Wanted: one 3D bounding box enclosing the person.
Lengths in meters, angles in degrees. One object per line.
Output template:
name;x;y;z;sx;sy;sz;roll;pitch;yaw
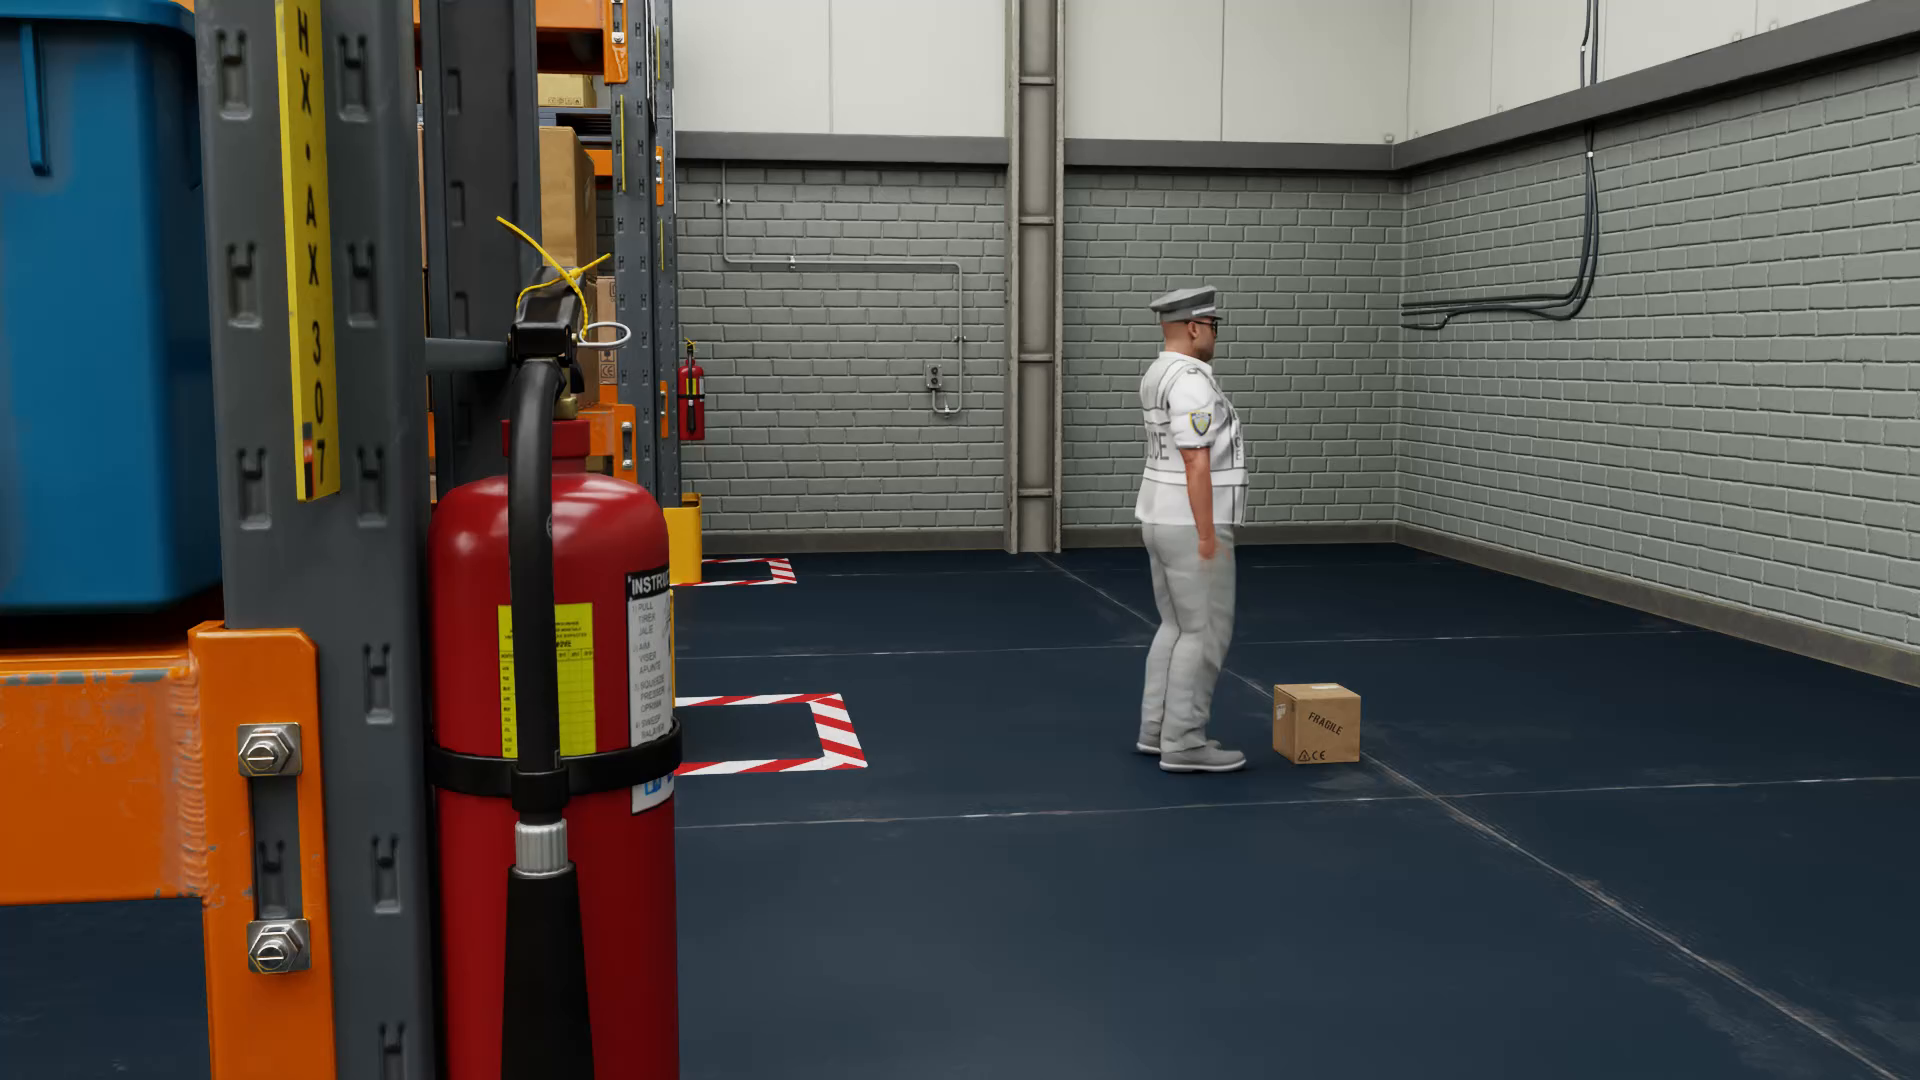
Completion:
person;0.852;-0.047;6.110;0.393;1.765;0.526;-1;6;-8
